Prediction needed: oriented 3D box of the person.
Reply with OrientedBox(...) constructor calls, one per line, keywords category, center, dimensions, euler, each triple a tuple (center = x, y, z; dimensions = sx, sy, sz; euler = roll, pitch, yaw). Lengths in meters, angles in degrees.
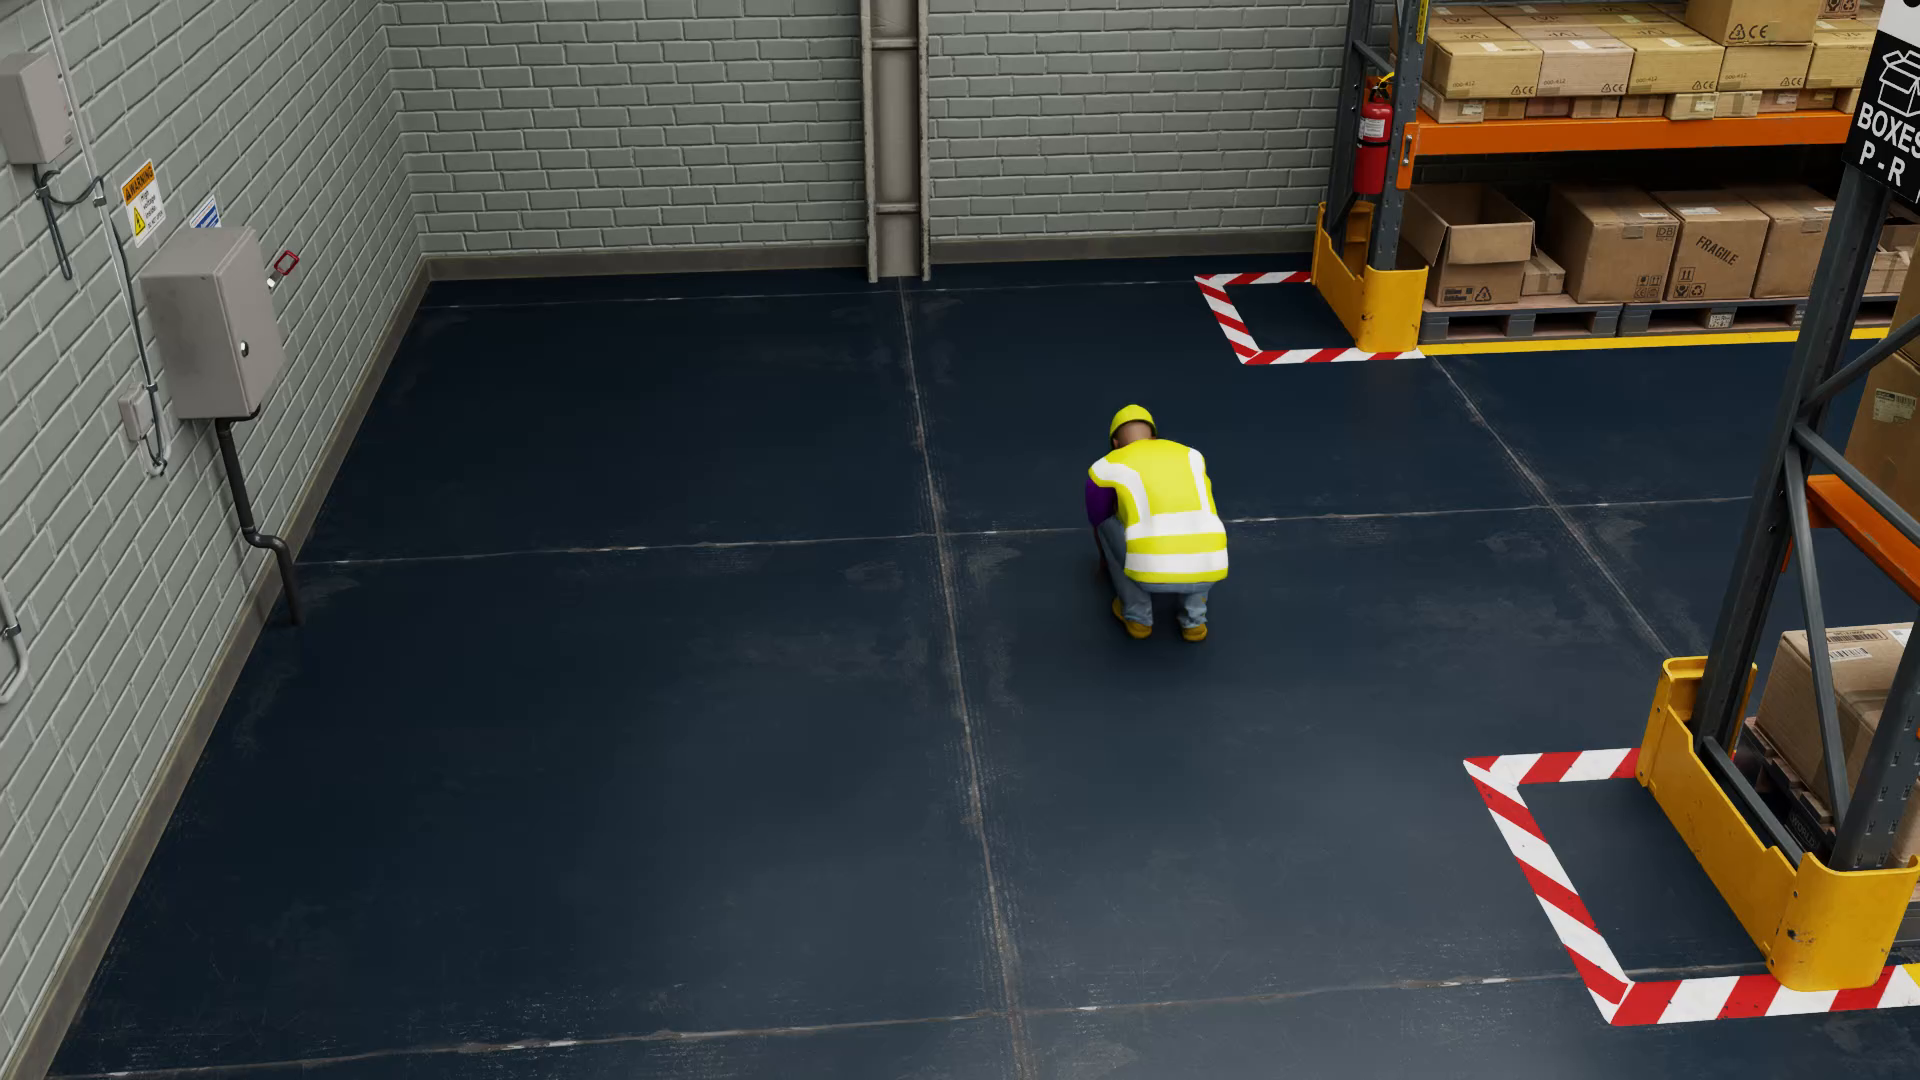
OrientedBox(category="person", center=(0.823, -0.022, 7.160), dimensions=(0.549, 0.886, 0.925), euler=(-3, 31, -5))
